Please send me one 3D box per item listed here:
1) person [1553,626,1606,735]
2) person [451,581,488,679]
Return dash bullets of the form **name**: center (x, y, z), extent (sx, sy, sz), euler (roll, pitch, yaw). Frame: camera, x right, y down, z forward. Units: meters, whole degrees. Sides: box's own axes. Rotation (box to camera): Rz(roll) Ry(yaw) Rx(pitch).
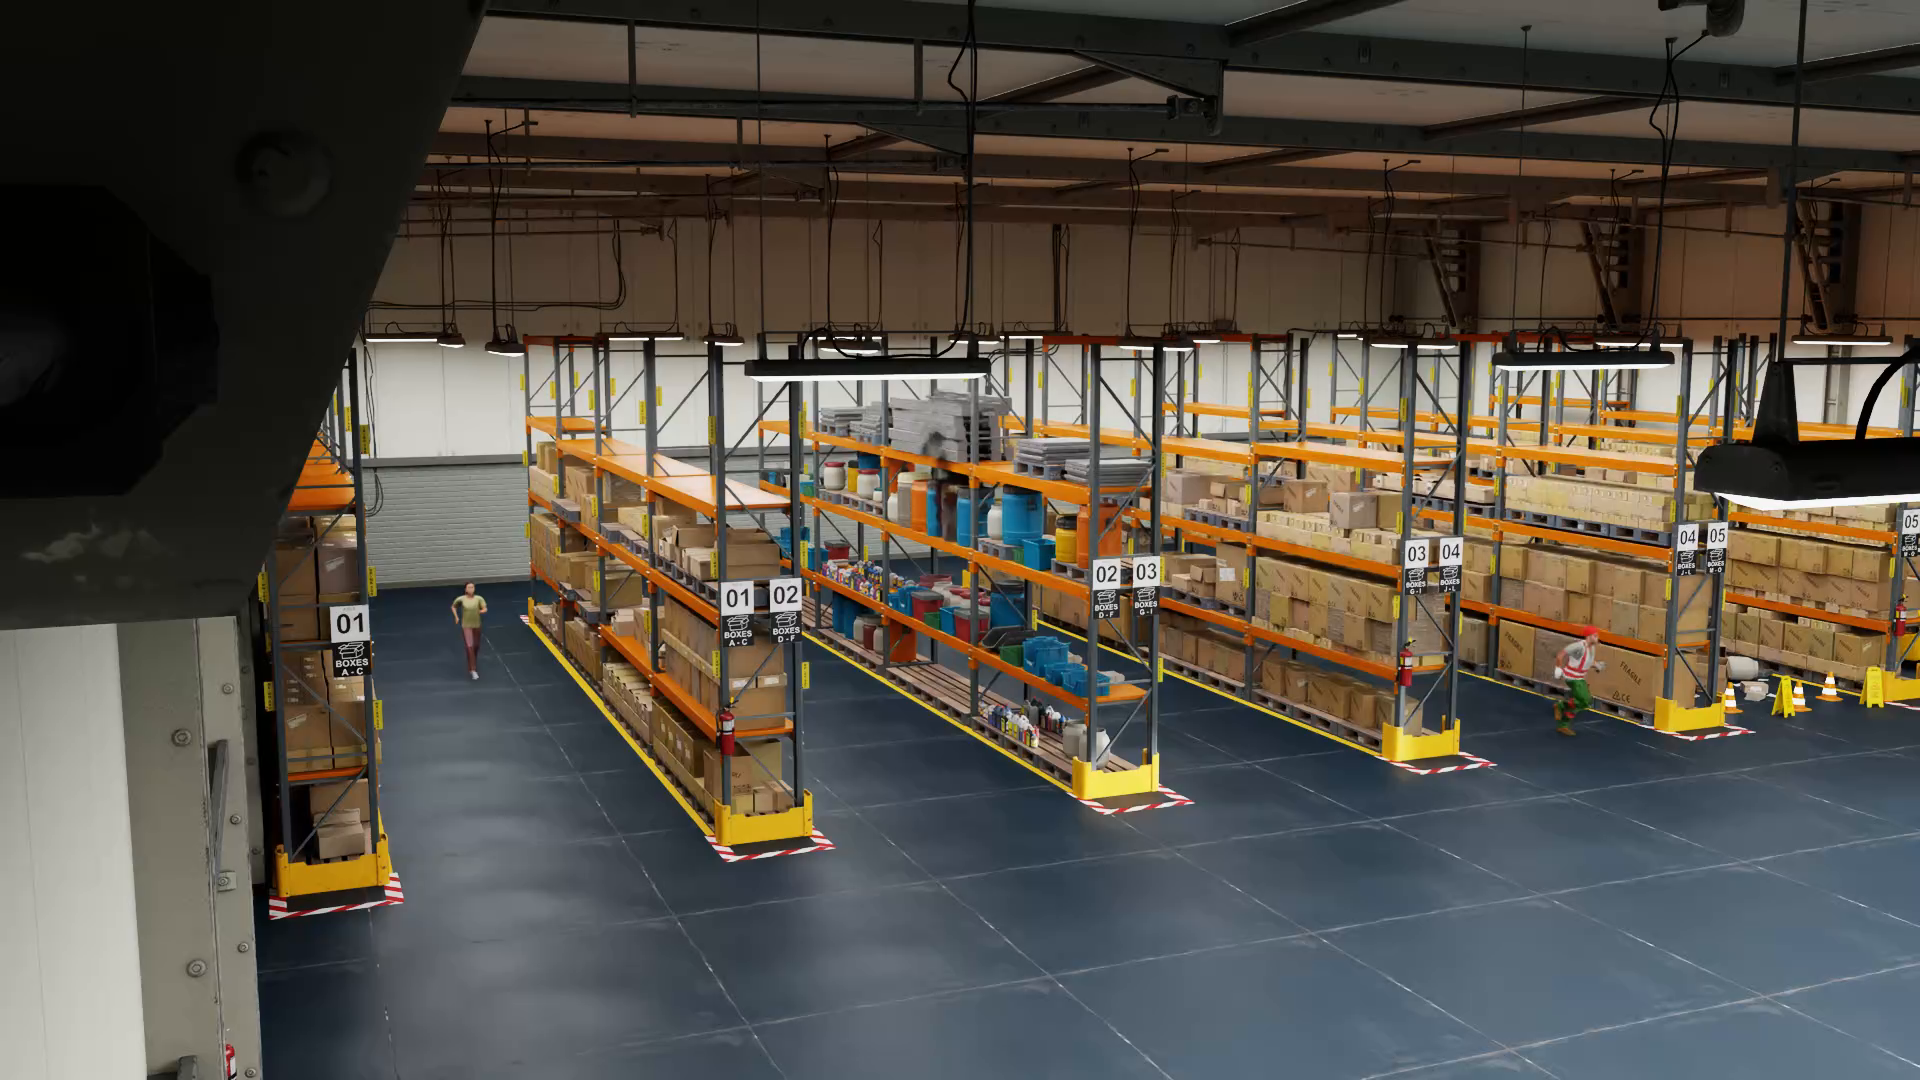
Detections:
- **person**: center (9.445, 2.135, 25.336), extent (0.729, 1.710, 0.649), euler (7, 10, 41)
- **person**: center (-8.679, 1.559, 29.543), extent (0.563, 1.685, 0.922), euler (-5, 9, -32)
